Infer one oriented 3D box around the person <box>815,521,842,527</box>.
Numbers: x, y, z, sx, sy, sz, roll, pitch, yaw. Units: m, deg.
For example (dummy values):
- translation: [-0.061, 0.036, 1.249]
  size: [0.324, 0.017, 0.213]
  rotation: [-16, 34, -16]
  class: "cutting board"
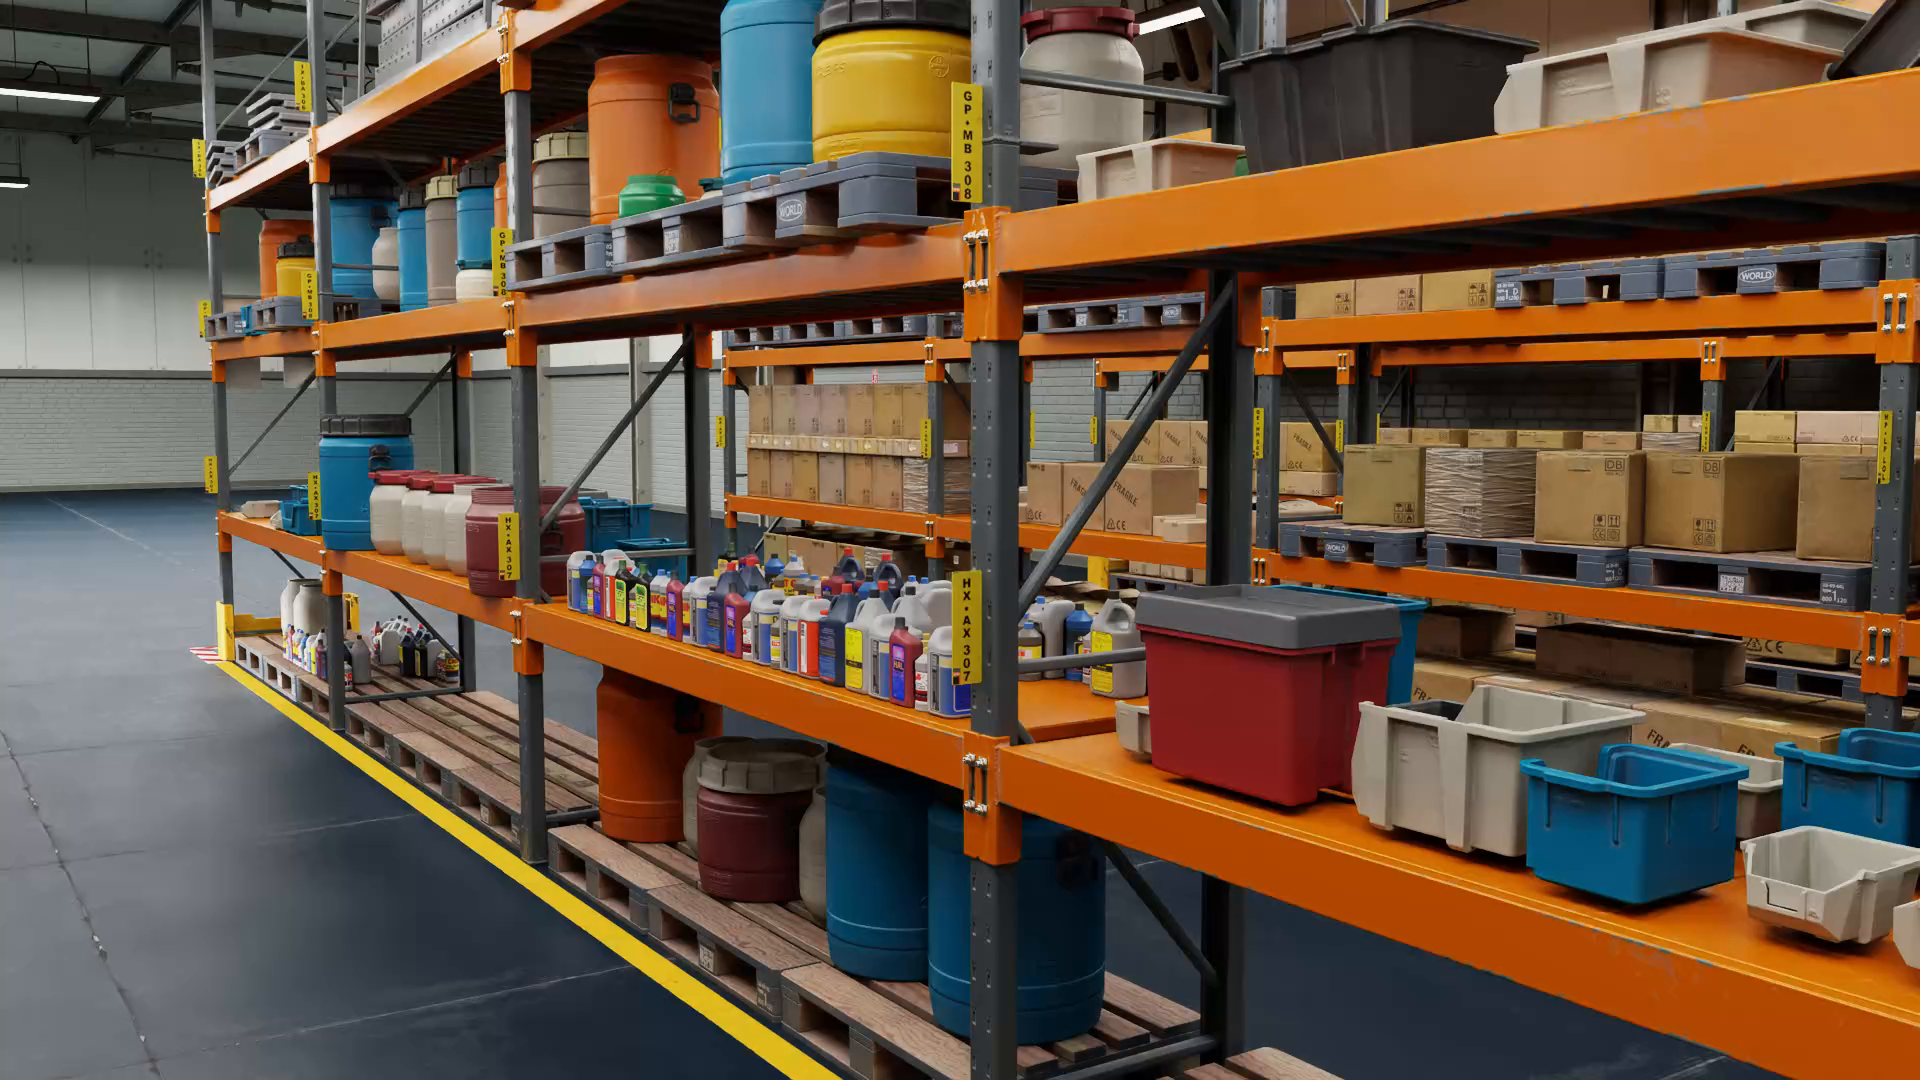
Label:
- translation: [-1.577, -0.139, 19.092]
  size: [0.849, 1.634, 0.531]
  rotation: [1, 5, 7]
  class: "person"
